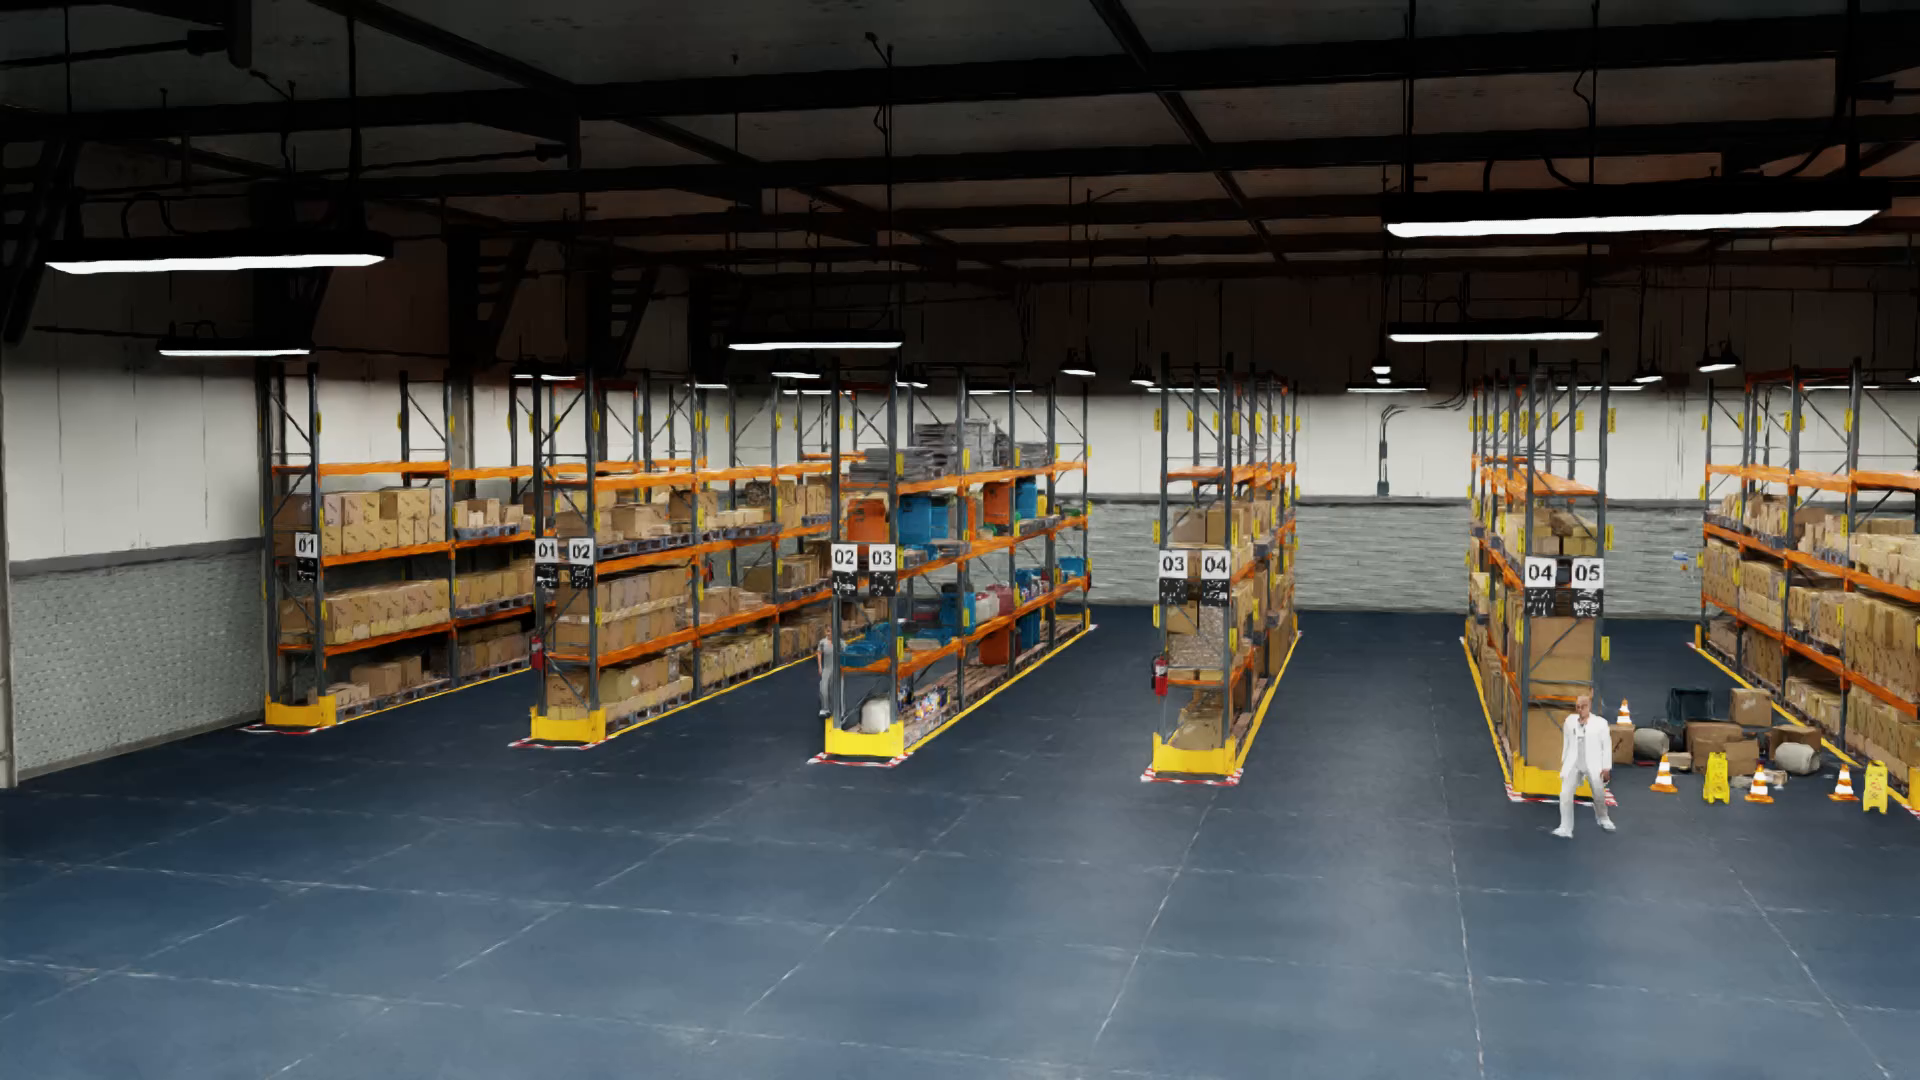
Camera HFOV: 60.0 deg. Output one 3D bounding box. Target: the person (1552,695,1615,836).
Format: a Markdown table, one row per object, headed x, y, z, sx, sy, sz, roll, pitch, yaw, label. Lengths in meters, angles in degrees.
| x | y | z | sx | sy | sz | roll | pitch | yaw | label |
| --- | --- | --- | --- | --- | --- | --- | --- | --- | --- |
| 7.603 | 2.723 | 20.199 | 0.636 | 1.722 | 1.045 | 3 | 5 | 35 | person |

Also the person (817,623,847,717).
| x | y | z | sx | sy | sz | roll | pitch | yaw | label |
| --- | --- | --- | --- | --- | --- | --- | --- | --- | --- |
| -2.158 | 2.211 | 28.291 | 0.580 | 1.619 | 0.507 | 1 | 4 | 13 | person |
